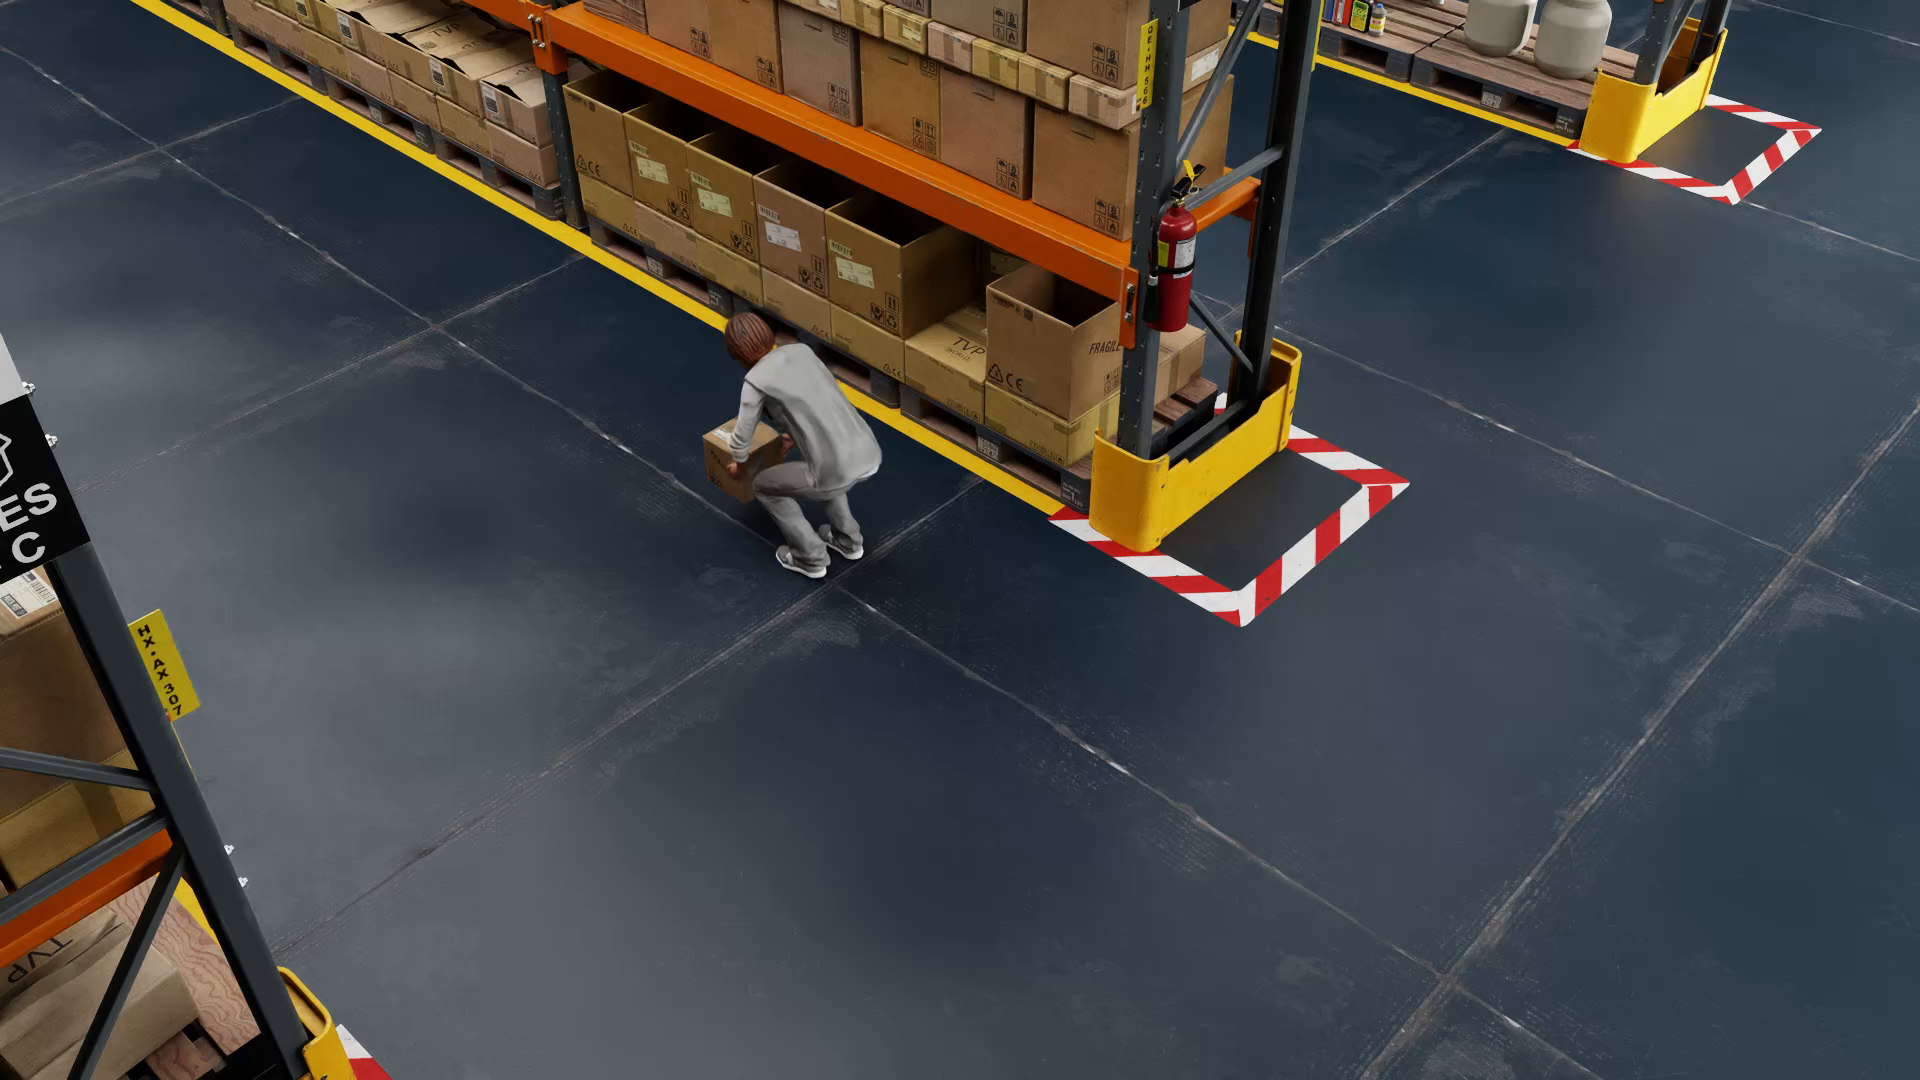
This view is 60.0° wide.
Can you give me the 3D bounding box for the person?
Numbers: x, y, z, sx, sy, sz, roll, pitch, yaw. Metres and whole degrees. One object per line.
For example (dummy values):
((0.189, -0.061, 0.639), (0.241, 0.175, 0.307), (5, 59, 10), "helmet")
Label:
((-0.670, -0.361, 6.957), (0.730, 1.136, 0.464), (30, 49, 31), "person")
